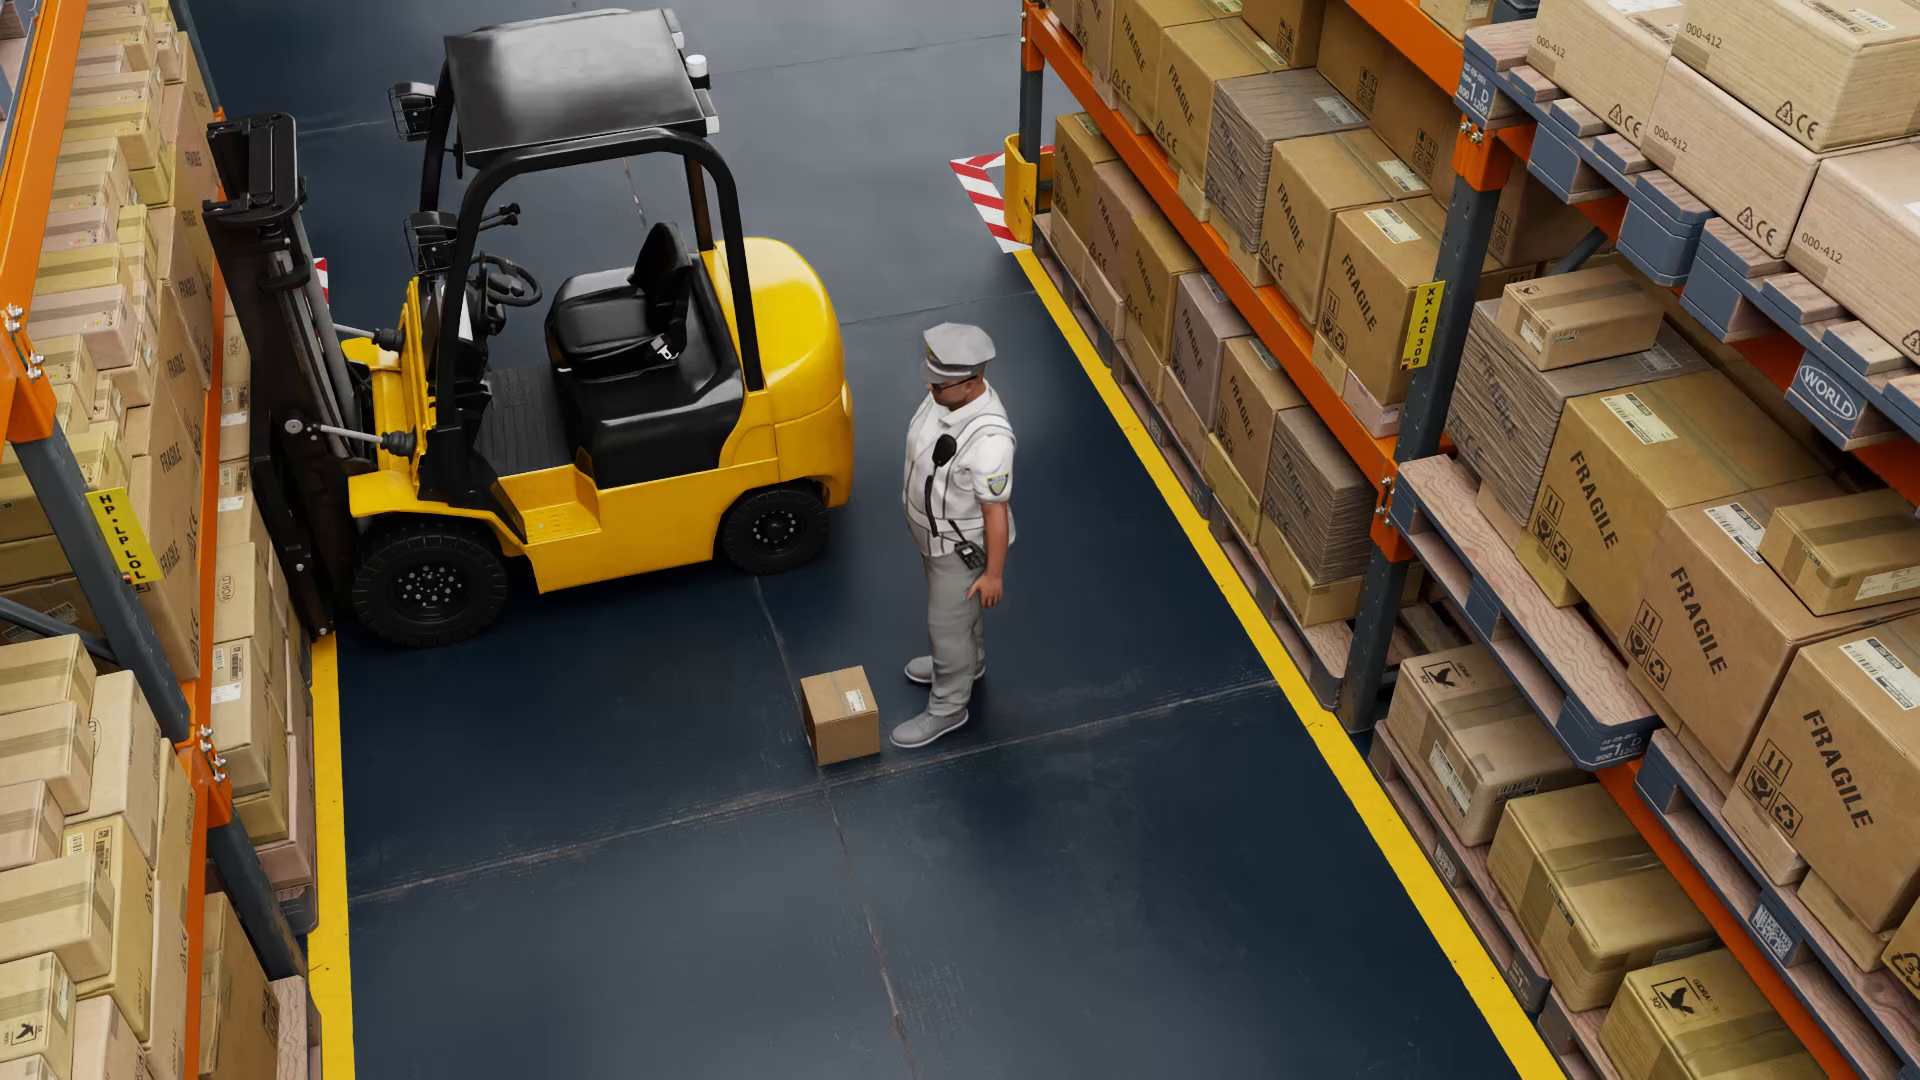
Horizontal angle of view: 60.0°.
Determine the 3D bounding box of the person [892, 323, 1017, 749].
[{"bbox_3d":[-0.069,-0.009,6.161,0.516,1.766,0.584,-12,43,-13],"label":"person"}]
